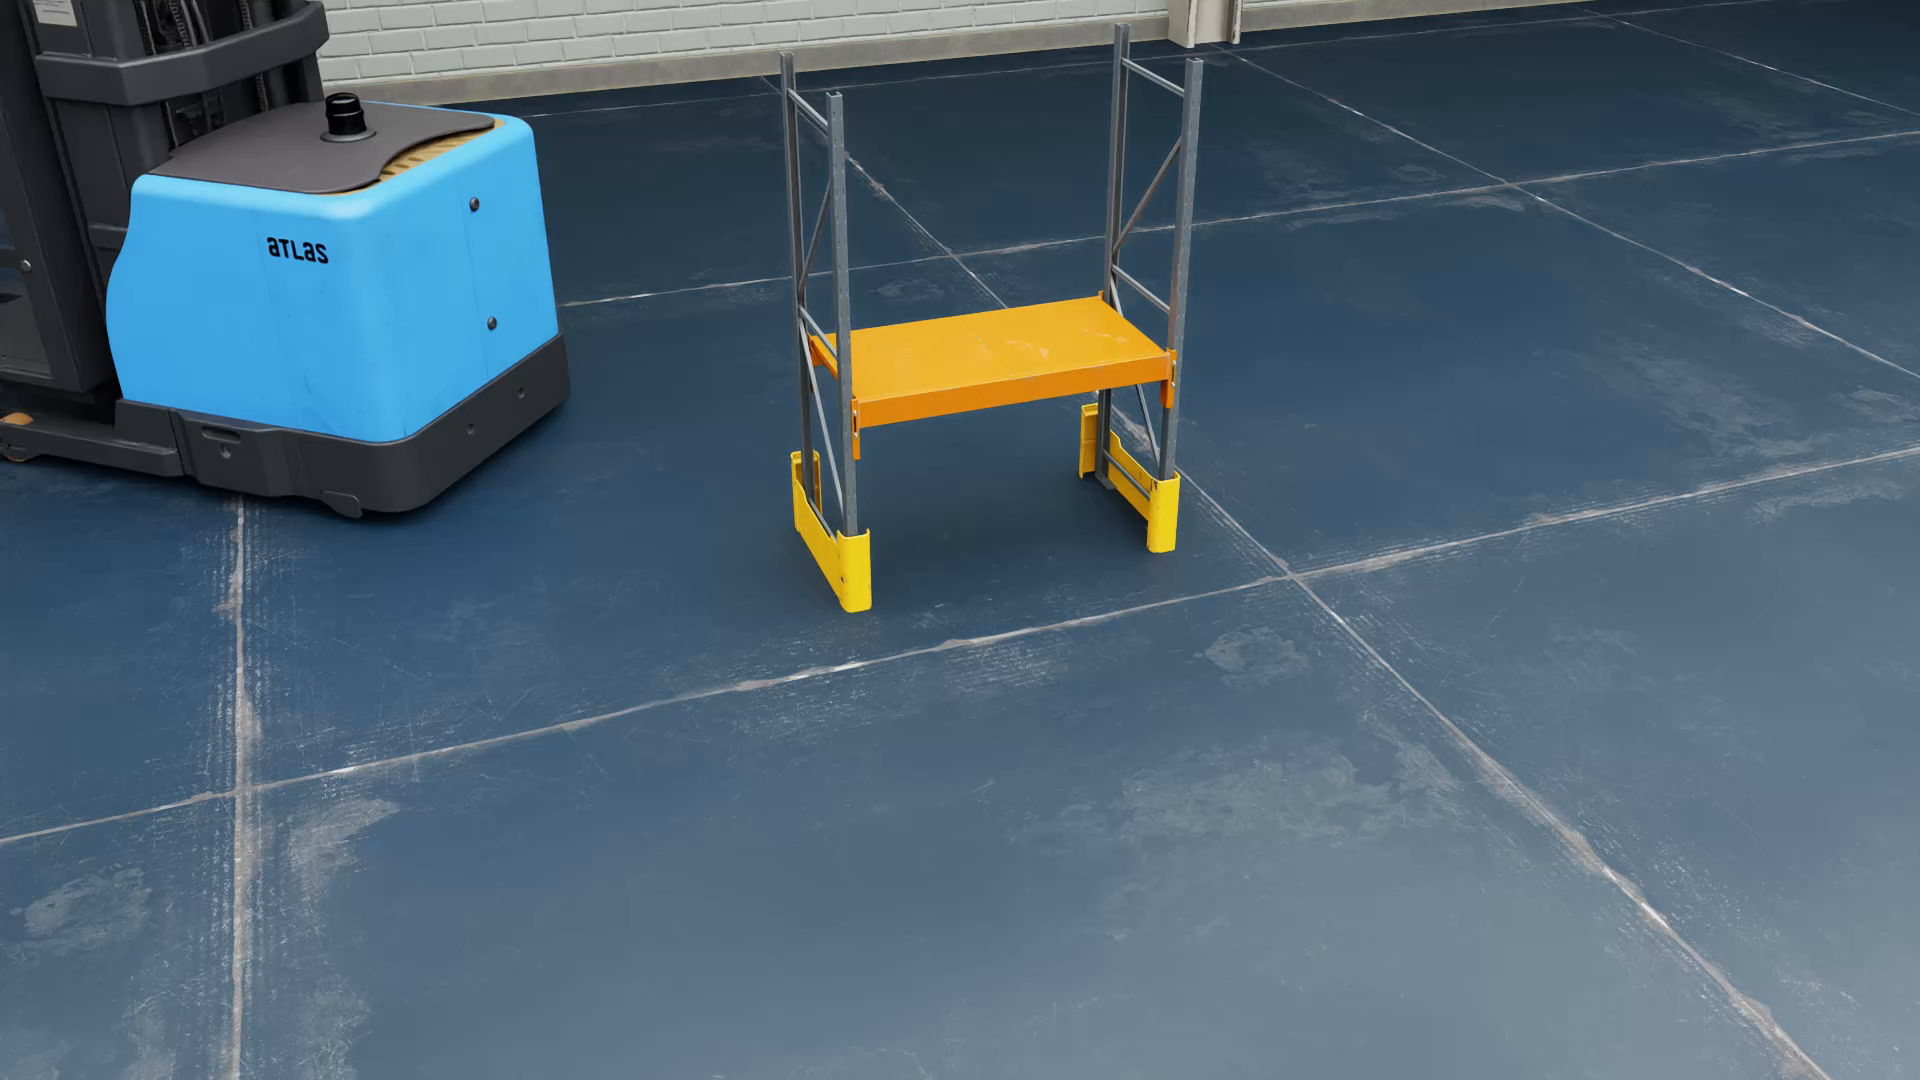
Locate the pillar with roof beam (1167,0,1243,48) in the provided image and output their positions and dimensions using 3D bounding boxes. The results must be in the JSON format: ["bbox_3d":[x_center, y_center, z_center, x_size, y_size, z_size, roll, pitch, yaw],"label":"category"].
[{"bbox_3d":[3.123,-5.250,5.374,0.400,9.000,9.100,-10,31,-18],"label":"pillar with roof beam"}]

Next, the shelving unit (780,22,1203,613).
[{"bbox_3d":[0.071,-0.665,4.902,1.083,1.500,0.587,-10,31,-18],"label":"shelving unit"}]

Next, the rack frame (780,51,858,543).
[{"bbox_3d":[-0.396,-0.579,4.751,0.032,1.500,0.500,-10,31,-18],"label":"rack frame"}]

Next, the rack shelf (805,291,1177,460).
[{"bbox_3d":[0.080,-0.510,4.994,1.000,0.185,0.538,-10,31,-18],"label":"rack shelf"}]

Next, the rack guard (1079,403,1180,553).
[{"bbox_3d":[0.538,-0.208,5.362,0.087,0.250,0.587,-10,31,-18],"label":"rack guard"}]

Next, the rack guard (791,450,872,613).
[{"bbox_3d":[-0.395,-0.036,5.060,0.087,0.250,0.587,-10,31,-18],"label":"rack guard"}]

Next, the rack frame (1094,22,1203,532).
[{"bbox_3d":[0.556,-0.754,5.059,0.032,1.500,0.500,-10,31,-18],"label":"rack frame"}]

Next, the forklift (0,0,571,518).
[{"bbox_3d":[-2.988,-1.776,5.407,3.031,2.935,1.130,10,31,17],"label":"forklift"}]
